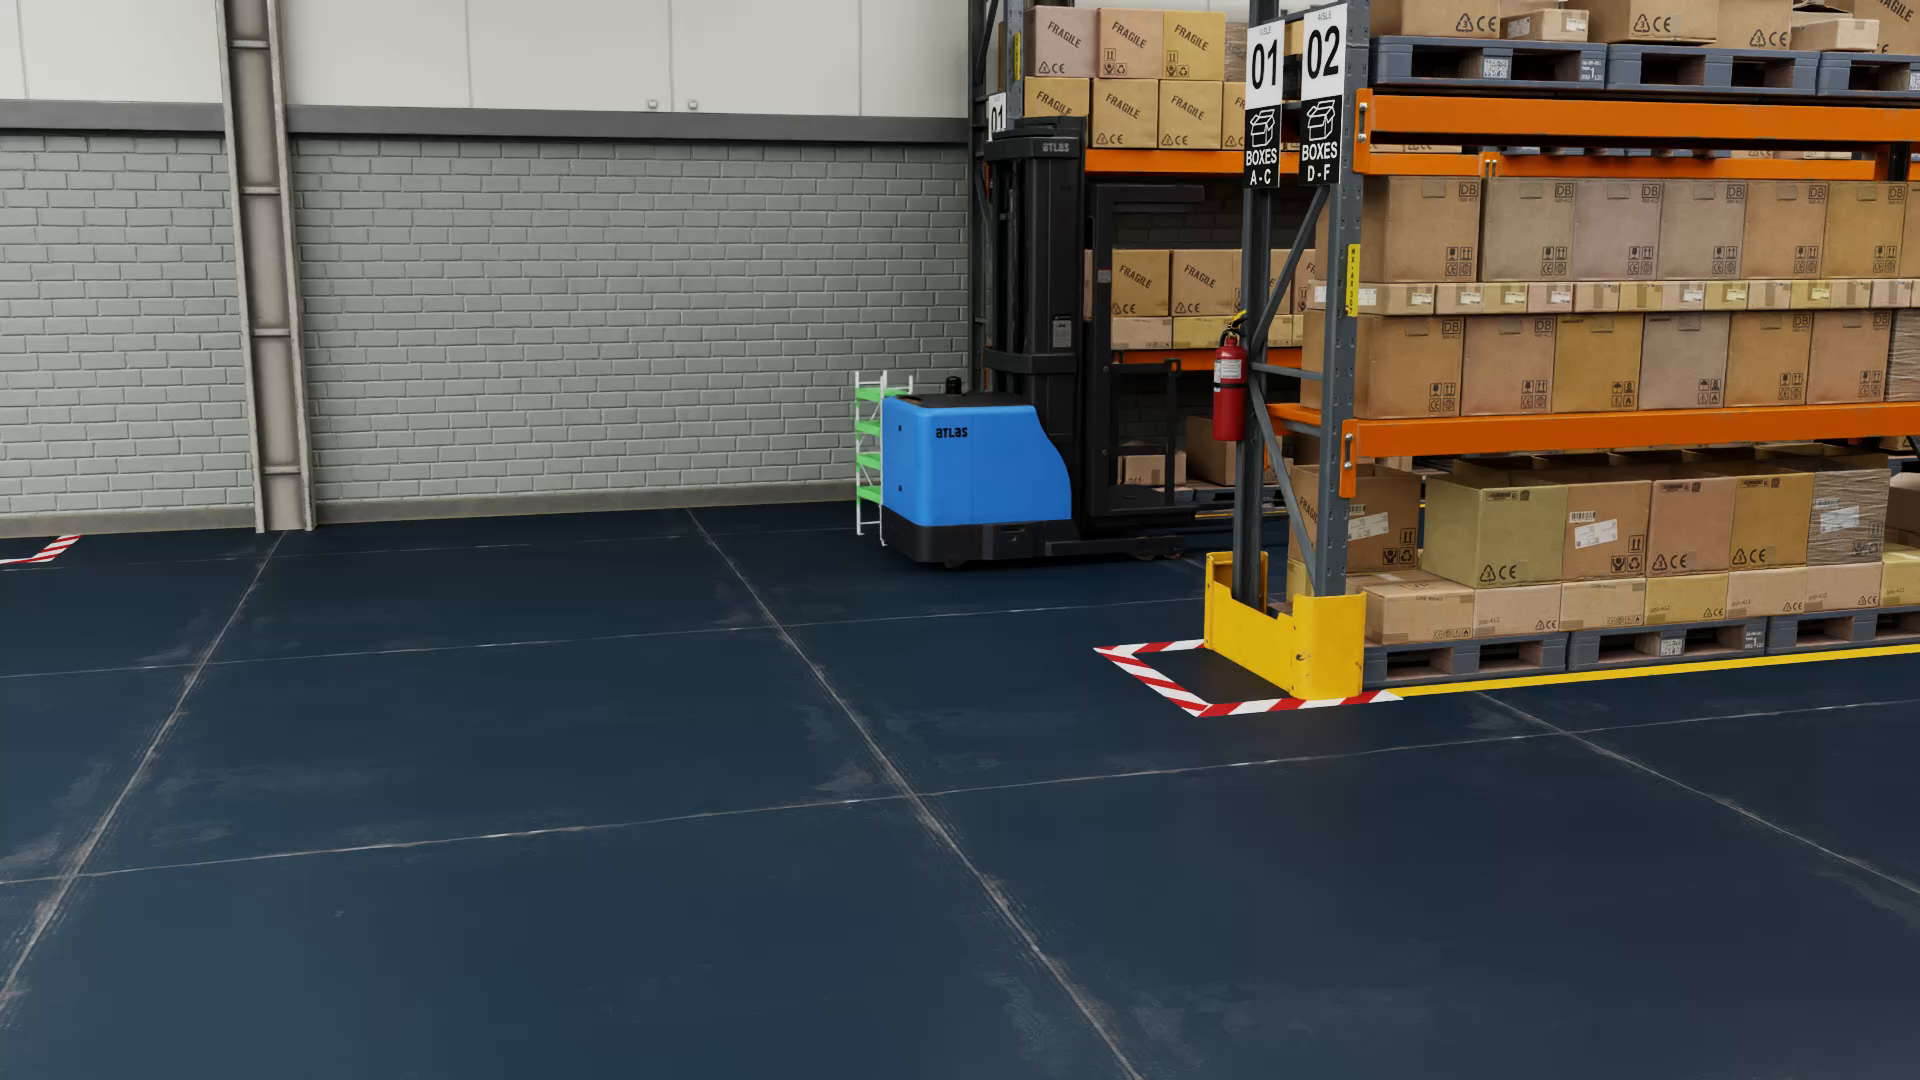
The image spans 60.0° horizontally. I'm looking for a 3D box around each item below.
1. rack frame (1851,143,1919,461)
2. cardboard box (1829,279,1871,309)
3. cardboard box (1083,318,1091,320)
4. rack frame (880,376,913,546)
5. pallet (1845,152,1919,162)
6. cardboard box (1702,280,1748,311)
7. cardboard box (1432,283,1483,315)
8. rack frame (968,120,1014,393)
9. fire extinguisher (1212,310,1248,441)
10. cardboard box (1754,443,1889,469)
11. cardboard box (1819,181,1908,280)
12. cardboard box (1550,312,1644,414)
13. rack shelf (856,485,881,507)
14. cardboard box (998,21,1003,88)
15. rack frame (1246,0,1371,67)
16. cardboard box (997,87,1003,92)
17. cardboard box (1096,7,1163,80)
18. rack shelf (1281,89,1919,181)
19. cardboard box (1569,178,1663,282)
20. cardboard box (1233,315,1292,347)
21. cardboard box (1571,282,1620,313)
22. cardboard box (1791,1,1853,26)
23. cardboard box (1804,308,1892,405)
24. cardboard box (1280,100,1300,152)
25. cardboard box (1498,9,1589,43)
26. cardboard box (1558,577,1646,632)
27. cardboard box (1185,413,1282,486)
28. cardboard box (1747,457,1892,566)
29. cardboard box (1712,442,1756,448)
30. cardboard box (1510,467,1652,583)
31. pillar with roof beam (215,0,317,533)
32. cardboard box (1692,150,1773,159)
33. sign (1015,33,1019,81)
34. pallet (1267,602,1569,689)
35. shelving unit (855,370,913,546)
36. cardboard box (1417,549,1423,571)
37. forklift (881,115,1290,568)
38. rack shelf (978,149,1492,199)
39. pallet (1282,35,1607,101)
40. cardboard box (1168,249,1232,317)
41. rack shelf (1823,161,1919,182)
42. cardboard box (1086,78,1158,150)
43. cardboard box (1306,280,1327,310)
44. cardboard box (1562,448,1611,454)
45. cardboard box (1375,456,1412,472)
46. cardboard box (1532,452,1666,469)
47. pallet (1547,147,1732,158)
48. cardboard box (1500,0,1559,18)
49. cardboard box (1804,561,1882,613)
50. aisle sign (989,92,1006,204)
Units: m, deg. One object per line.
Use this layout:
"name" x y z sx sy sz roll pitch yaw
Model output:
"rack frame" 5.489 -1.023 9.319 0.127 3.000 1.000 -3 11 -16
"cardboard box" 4.547 -1.301 8.761 0.250 0.149 0.380 -3 11 -16
"cardboard box" 0.817 -1.587 12.742 0.500 0.250 0.500 -3 11 -18
"rack frame" -0.445 -0.557 11.760 0.240 1.200 0.015 -5 11 -24
"pallet" 8.544 -3.511 15.068 1.003 0.211 1.213 -2 11 -13
"cardboard box" 3.814 -1.262 8.551 0.250 0.149 0.380 -3 11 -14
"cardboard box" 2.338 -1.185 8.132 0.250 0.149 0.380 -3 11 -17
"rack frame" 0.260 -1.682 12.896 0.127 3.000 1.000 -3 11 -16
"fire extinguisher" 1.405 -0.857 8.633 0.183 0.674 0.296 -3 11 -16
"cardboard box" 4.956 -0.277 9.630 0.500 0.500 0.500 -3 11 -16
"cardboard box" 4.579 -1.661 8.925 0.500 0.500 0.700 -3 11 -16
"cardboard box" 3.081 -0.943 8.607 0.500 0.500 0.700 -3 11 -16
"rack shelf" -0.546 -0.299 12.034 0.258 0.148 0.480 -5 11 -24
"cardboard box" 0.601 -3.775 12.889 0.500 0.500 0.500 -3 11 -13
"rack frame" 1.648 -3.771 7.677 0.127 3.000 1.000 -3 11 -16
"cardboard box" 0.590 -3.281 12.968 0.500 0.500 0.500 -2 11 -12
"cardboard box" 1.193 -3.701 12.490 0.500 0.500 0.500 -3 11 -17
"rack shelf" 3.568 -2.043 8.563 4.000 0.370 1.077 -3 11 -16
"cardboard box" 3.138 -1.585 8.513 0.500 0.500 0.700 -3 11 -16
"cardboard box" 2.288 -1.666 13.170 0.500 0.250 0.500 -3 11 -15
"cardboard box" 3.076 -1.224 8.342 0.250 0.149 0.380 -3 11 -18
"cardboard box" 4.413 -2.723 8.967 0.500 0.311 0.500 -4 11 -19
"cardboard box" 4.560 -1.021 9.031 0.500 0.500 0.700 -3 11 -17
"cardboard box" 2.674 -3.292 13.026 0.500 0.500 0.500 -3 11 -18
"cardboard box" 2.827 -2.477 8.077 0.250 0.149 0.380 -3 11 -16
"cardboard box" 3.184 0.285 8.646 0.500 0.250 0.500 -3 11 -16
"cardboard box" 2.215 -0.745 13.499 0.500 0.500 0.700 -4 11 -20
"cardboard box" 4.621 -0.161 9.002 0.500 0.500 0.500 -3 11 -16
"cardboard box" 6.737 -1.022 15.003 0.500 0.500 0.700 -3 11 -16
"cardboard box" 3.181 -0.085 8.589 0.500 0.500 0.500 -3 11 -16
"pillar with roof beam" -3.867 -3.766 7.648 0.400 9.000 9.100 -3 11 -16
"cardboard box" 6.670 -3.573 14.544 0.637 0.503 0.797 -1 11 -8
"sign" 0.412 -3.492 12.033 0.005 0.325 0.100 -3 11 -16
"pallet" 2.371 0.505 8.722 1.213 0.211 1.003 -3 11 -16
"shelving unit" -0.546 -0.598 11.979 0.258 1.200 0.503 -5 11 -24
"cardboard box" 2.557 0.219 9.006 0.500 0.250 0.500 -3 11 -16
"forklift" 1.021 -1.388 11.491 3.031 2.935 1.130 -3 11 -17
"rack shelf" 2.180 -2.904 13.240 4.000 0.370 1.077 -3 11 -16
"pallet" 2.334 -2.284 8.126 1.213 0.211 1.003 -3 11 -16
"cardboard box" 1.777 -2.007 12.950 0.500 0.500 0.500 -3 11 -18
"rack shelf" 9.861 -3.309 15.439 4.000 0.370 1.077 -3 11 -16
"cardboard box" 1.176 -3.210 12.584 0.500 0.500 0.500 -2 11 -12
"cardboard box" 1.962 -1.241 8.437 0.250 0.149 0.380 -3 11 -17
"cardboard box" 5.285 -0.946 14.590 0.500 0.500 0.700 -3 11 -17
"cardboard box" 3.595 -0.675 14.037 0.250 0.166 0.380 -5 11 -23
"cardboard box" 3.516 -0.201 9.216 0.500 0.500 0.500 -3 11 -16
"pallet" 5.718 -3.333 14.098 1.003 0.211 1.213 -3 11 -16
"cardboard box" 2.680 -2.602 8.477 0.500 0.250 0.500 -3 11 -16
"cardboard box" 4.622 0.208 9.068 0.500 0.250 0.500 -3 11 -16
"aisle sign" 0.275 -2.904 12.358 0.004 0.787 0.394 -3 11 -16
